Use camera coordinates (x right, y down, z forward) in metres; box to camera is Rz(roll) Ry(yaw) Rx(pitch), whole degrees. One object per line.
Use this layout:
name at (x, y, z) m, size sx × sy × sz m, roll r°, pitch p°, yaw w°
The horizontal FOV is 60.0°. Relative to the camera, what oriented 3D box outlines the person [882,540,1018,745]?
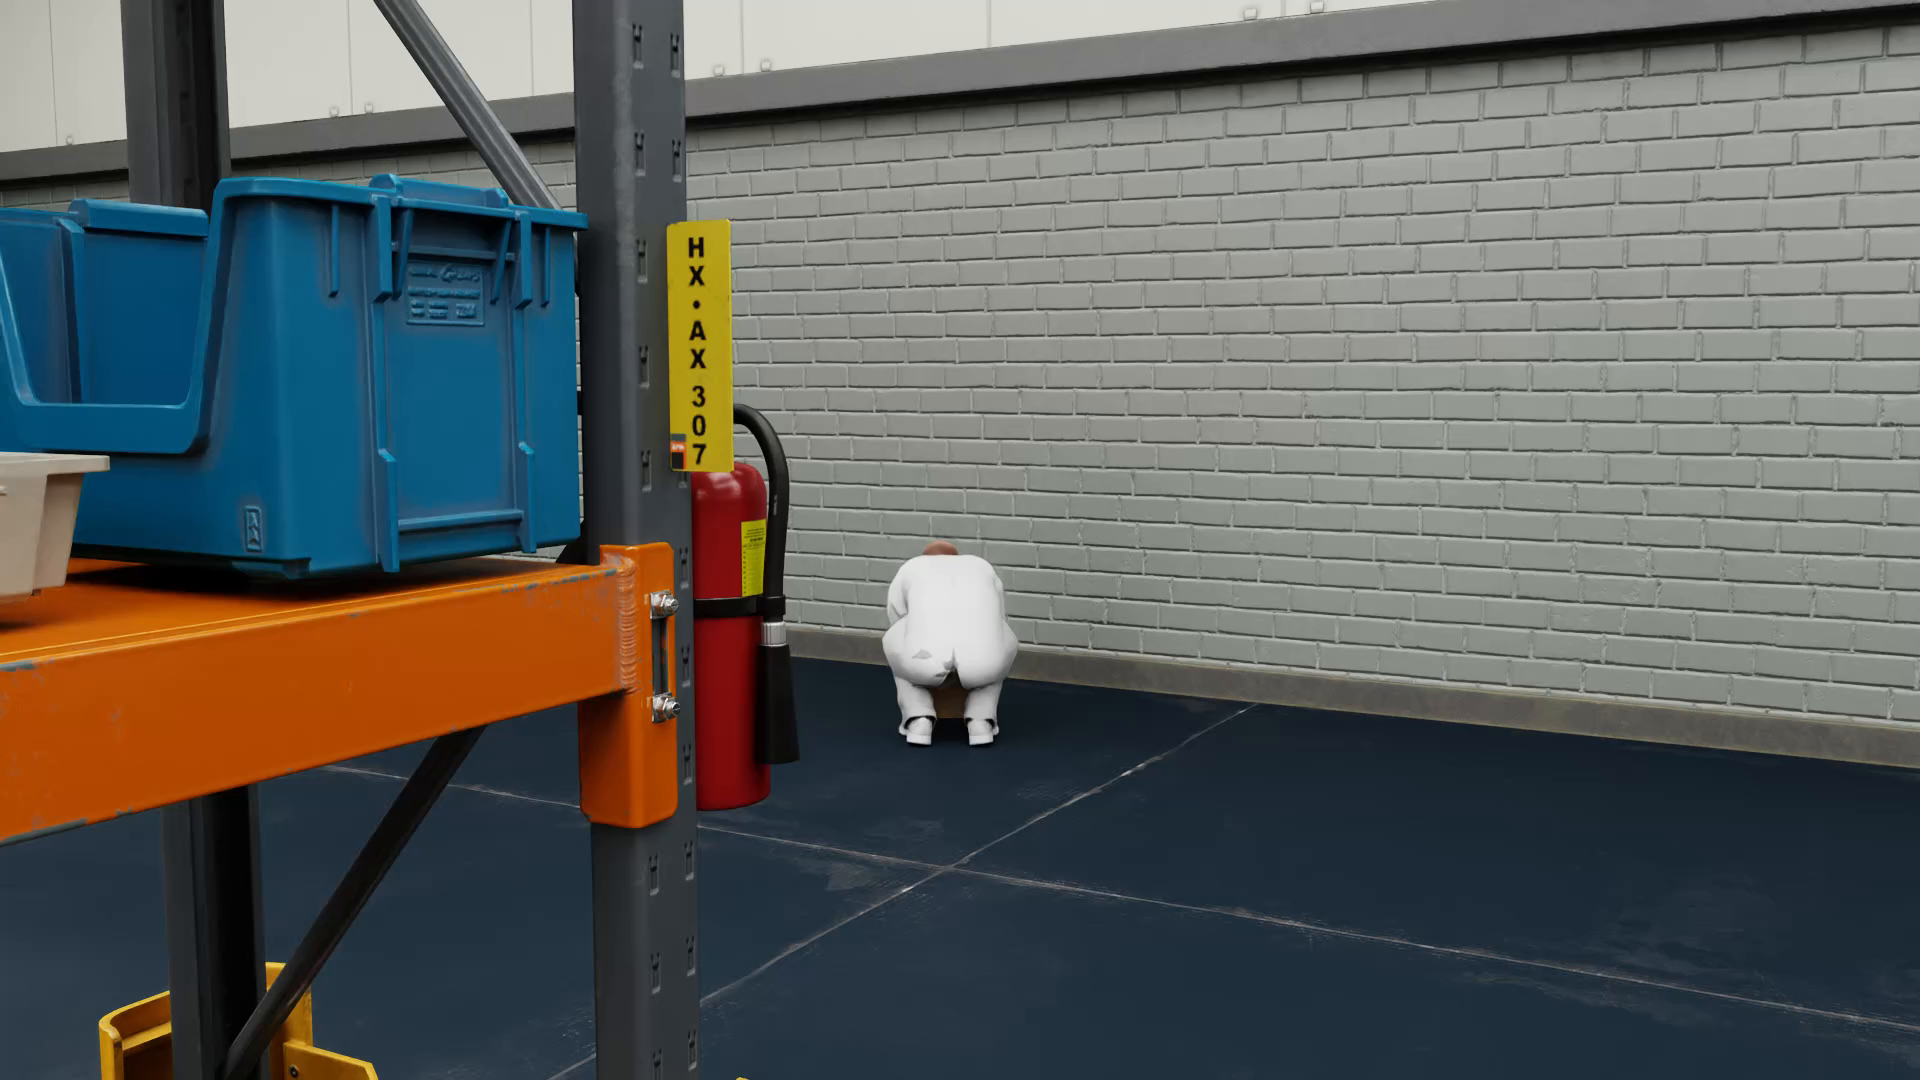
person at (-0.042, 0.475, 7.195) m, size 0.582 × 0.889 × 0.932 m, roll 0°, pitch 6°, yaw 0°
